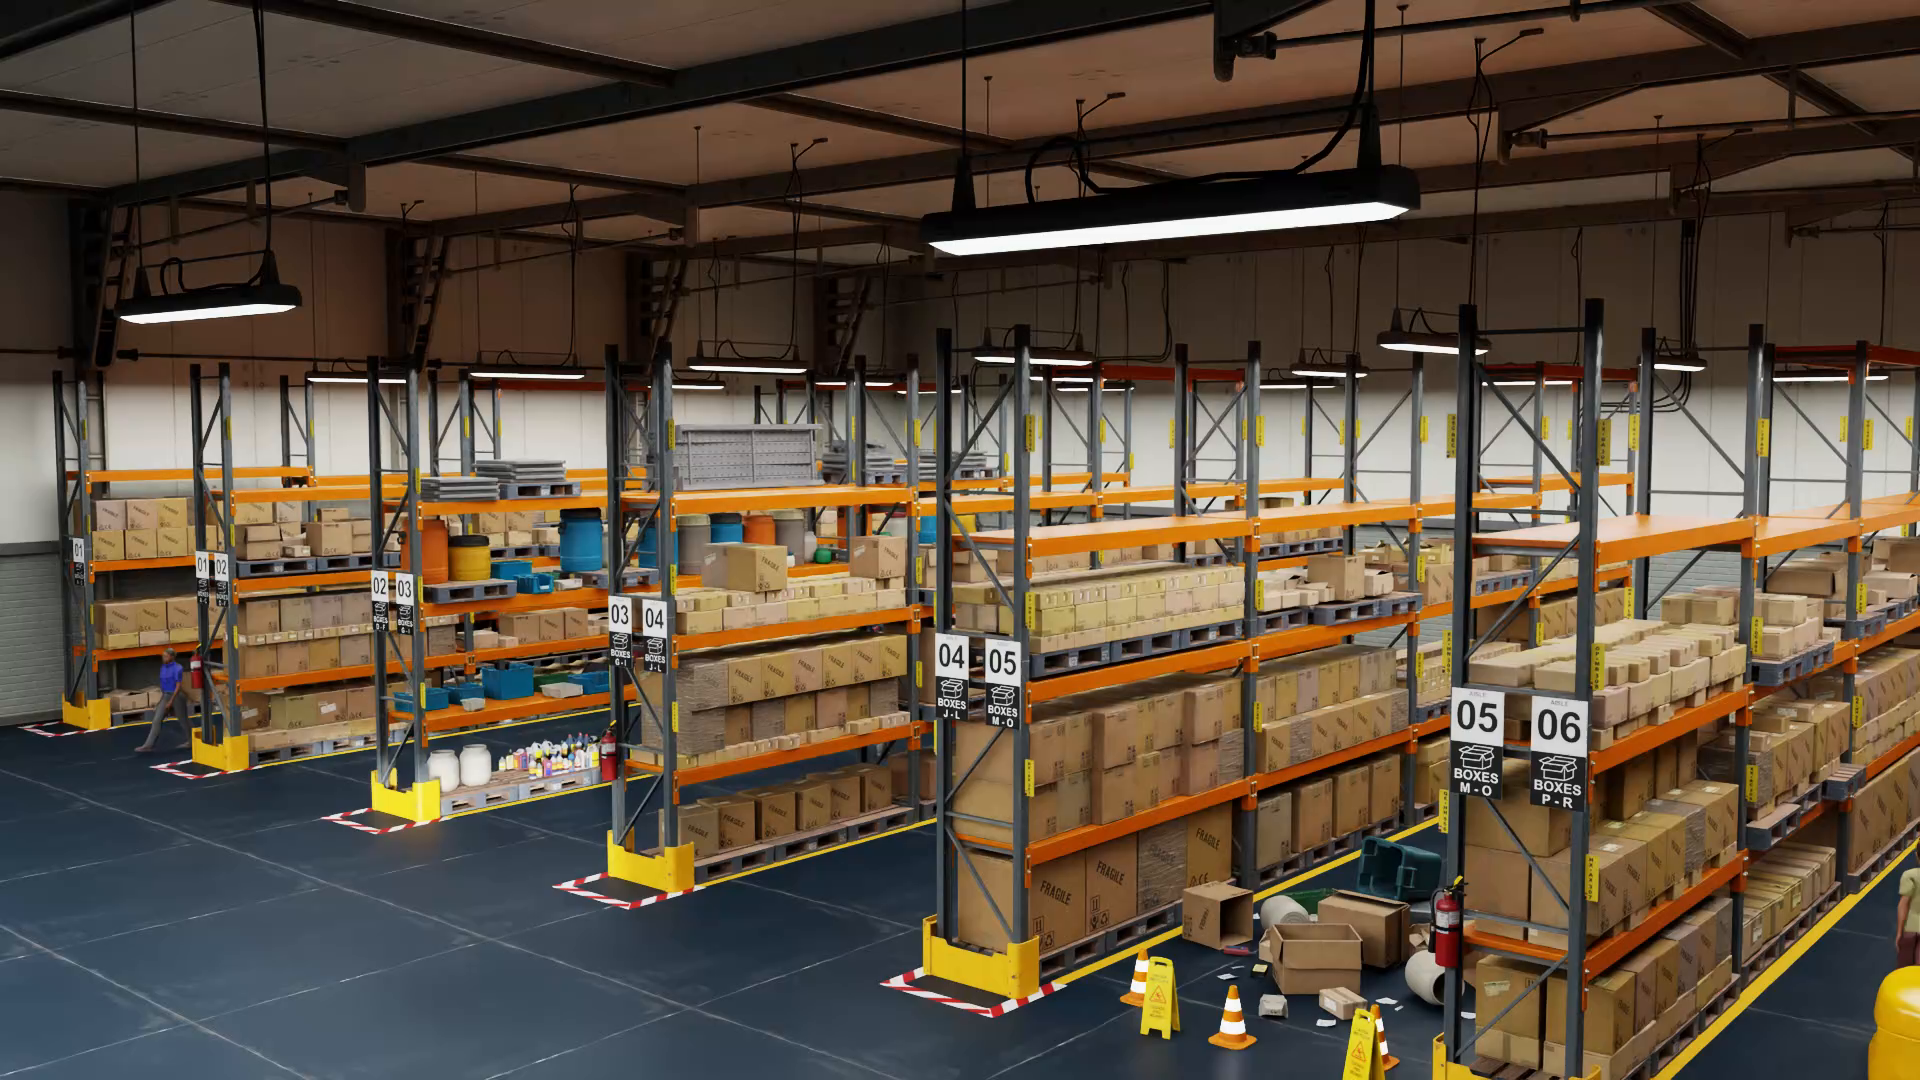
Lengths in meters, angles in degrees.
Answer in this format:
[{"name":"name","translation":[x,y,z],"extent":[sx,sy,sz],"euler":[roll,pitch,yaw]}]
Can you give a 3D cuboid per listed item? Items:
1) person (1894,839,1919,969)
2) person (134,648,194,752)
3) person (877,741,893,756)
[{"name":"person","translation":[8.052,3.364,13.909],"extent":[0.457,1.697,0.595],"euler":[3,5,36]},{"name":"person","translation":[-12.316,2.474,25.832],"extent":[0.500,1.607,0.961],"euler":[1,4,18]},{"name":"person","translation":[-1.085,2.508,25.605],"extent":[0.462,1.735,0.595],"euler":[3,5,34]}]
